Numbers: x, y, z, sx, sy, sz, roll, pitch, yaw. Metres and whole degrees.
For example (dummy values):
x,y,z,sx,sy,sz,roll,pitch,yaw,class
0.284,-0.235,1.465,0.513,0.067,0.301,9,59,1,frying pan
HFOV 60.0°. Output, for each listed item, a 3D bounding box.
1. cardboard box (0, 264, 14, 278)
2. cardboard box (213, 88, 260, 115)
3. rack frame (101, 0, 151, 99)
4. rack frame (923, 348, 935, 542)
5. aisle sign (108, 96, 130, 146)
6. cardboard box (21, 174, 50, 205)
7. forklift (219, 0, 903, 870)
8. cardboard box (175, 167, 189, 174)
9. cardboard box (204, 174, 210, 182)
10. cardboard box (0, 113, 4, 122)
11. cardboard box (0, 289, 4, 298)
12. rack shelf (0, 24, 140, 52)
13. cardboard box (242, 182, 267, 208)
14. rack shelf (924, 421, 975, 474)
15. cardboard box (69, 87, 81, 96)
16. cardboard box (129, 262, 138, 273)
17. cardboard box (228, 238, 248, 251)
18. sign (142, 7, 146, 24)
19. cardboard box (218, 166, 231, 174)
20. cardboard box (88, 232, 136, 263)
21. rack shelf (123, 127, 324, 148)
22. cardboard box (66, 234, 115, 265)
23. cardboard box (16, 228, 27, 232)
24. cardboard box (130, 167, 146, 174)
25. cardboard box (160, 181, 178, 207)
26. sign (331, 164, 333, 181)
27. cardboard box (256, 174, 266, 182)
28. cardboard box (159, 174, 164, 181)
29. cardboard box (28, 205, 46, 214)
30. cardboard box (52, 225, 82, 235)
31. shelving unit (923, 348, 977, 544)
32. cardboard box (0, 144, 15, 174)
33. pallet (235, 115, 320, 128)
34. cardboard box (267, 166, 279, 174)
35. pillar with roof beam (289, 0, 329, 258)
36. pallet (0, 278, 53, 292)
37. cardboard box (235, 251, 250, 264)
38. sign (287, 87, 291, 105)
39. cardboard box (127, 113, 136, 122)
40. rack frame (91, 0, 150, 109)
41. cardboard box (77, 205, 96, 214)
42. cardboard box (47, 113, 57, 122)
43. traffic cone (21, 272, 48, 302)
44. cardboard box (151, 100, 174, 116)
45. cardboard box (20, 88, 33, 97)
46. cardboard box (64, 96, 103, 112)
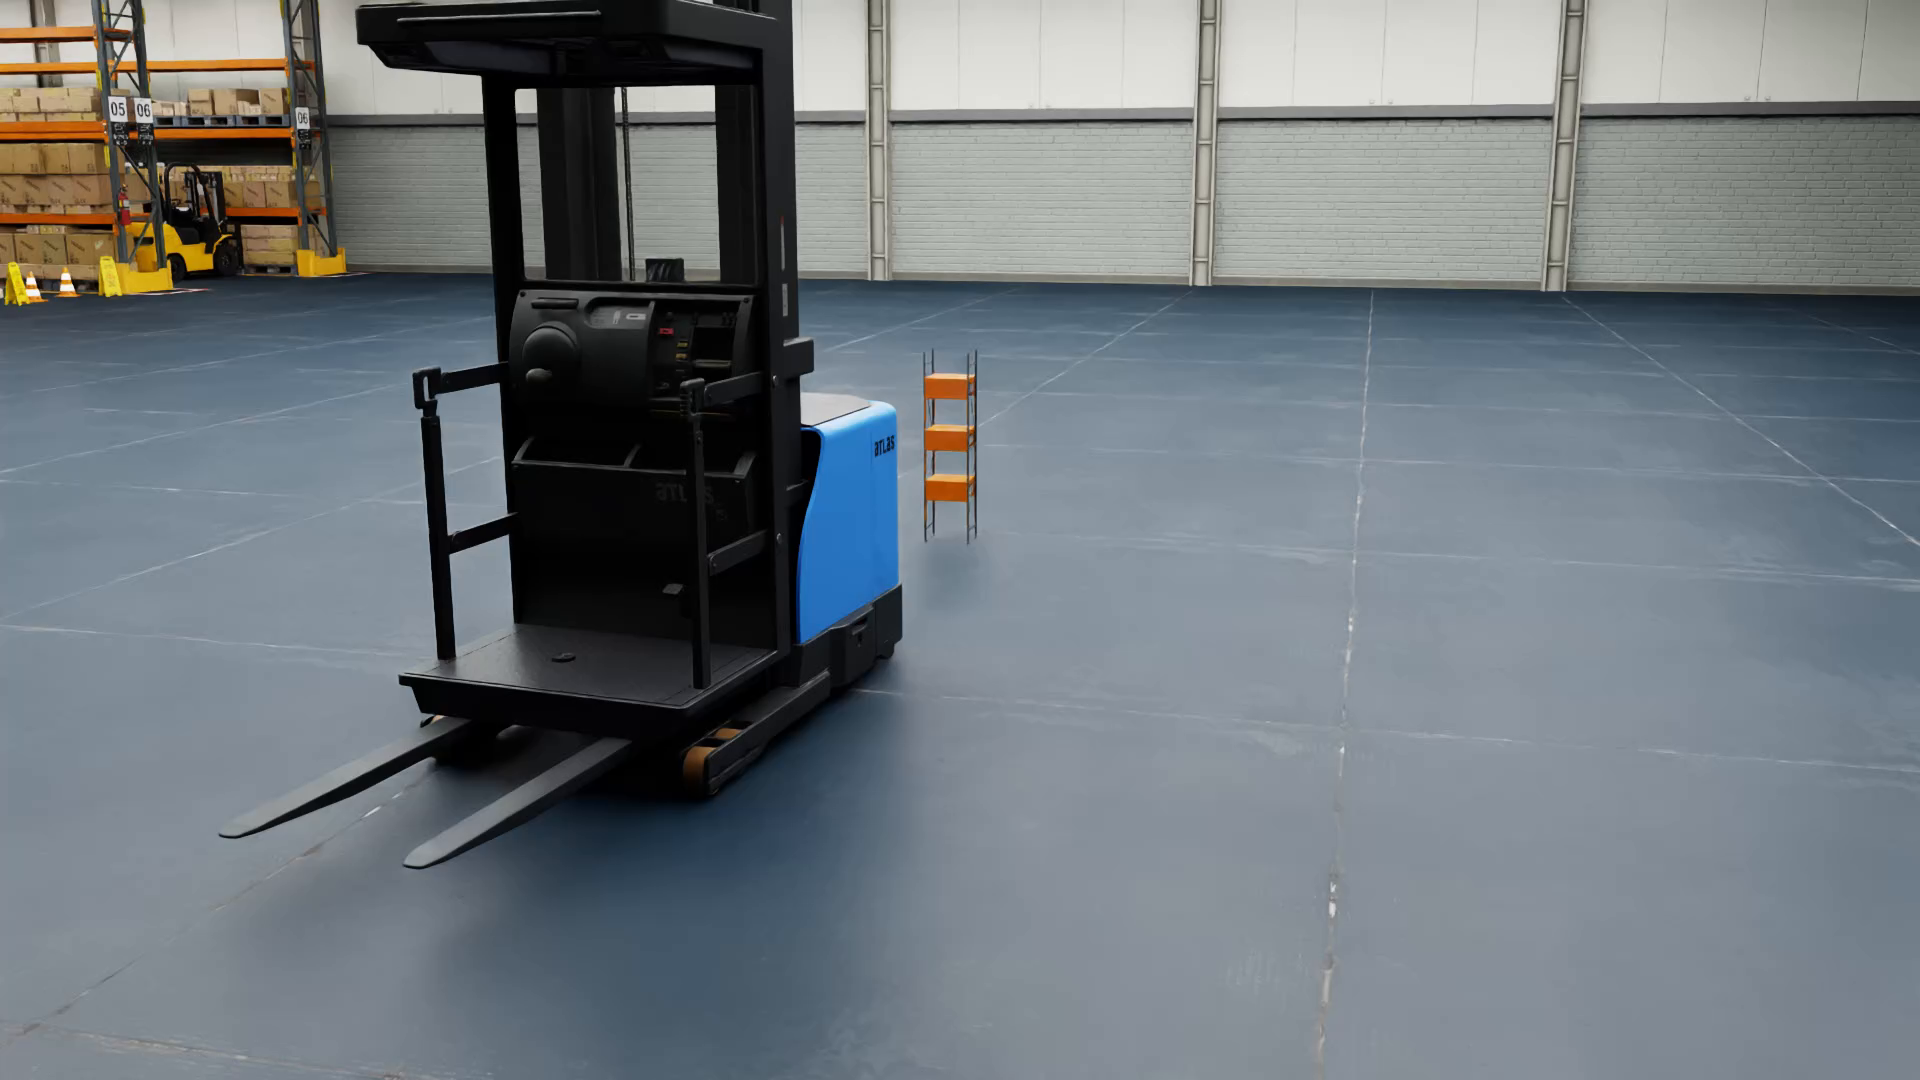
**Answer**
x,y,z,sx,sy,sz,roll,pitch,yaw,class
-16.215,-4.638,28.590,0.500,0.250,0.500,3,13,13,cardboard box
-14.149,-8.564,32.552,0.500,0.500,0.700,3,13,14,cardboard box
-16.574,-9.887,33.023,0.127,3.000,1.000,3,13,14,rack frame
-0.170,-0.522,9.161,0.008,1.050,0.200,3,13,14,rack frame
-13.885,-6.912,27.461,0.004,0.787,0.394,3,13,14,aisle sign
-15.439,-5.925,28.097,0.500,0.500,0.500,3,13,13,cardboard box
-1.216,-0.690,5.577,1.130,2.935,3.031,4,13,19,forklift
-15.326,-7.342,32.985,0.250,0.149,0.380,3,13,13,cardboard box
-14.831,-7.168,32.888,0.250,0.149,0.380,3,13,12,cardboard box
-16.016,-7.108,28.002,0.250,0.149,0.380,3,13,14,cardboard box
-15.632,-3.959,26.733,0.250,0.149,0.380,12,17,43,cardboard box
-15.818,-8.387,27.928,4.000,0.370,1.077,3,13,14,rack shelf
-13.733,-6.799,32.723,0.500,0.500,0.500,3,13,15,cardboard box
-0.052,-0.505,9.135,0.240,0.259,0.215,3,13,14,rack shelf
-14.516,-7.415,27.544,0.250,0.149,0.380,3,13,15,cardboard box
-14.593,-4.670,28.735,0.500,0.250,0.500,3,13,13,cardboard box
-14.228,-5.868,32.982,0.500,0.250,0.500,3,13,12,cardboard box
-16.417,-10.536,33.425,0.005,0.325,0.100,3,13,14,sign
-14.352,-7.281,32.712,0.250,0.149,0.380,3,13,15,cardboard box
-14.616,-5.037,28.659,0.500,0.500,0.500,3,13,12,cardboard box
-14.632,-7.968,32.958,4.000,0.370,1.077,3,13,14,rack shelf
-14.716,-4.923,28.143,0.500,0.500,0.500,3,13,14,cardboard box
-19.219,-6.144,34.516,0.625,0.625,0.875,3,13,15,cardboard box
-16.335,-7.390,33.204,0.250,0.149,0.380,3,13,15,cardboard box
-15.696,-6.906,33.205,0.500,0.500,0.500,3,13,15,cardboard box
-12.552,-7.329,33.160,0.005,0.325,0.100,3,13,14,sign
-13.587,-7.109,32.622,0.250,0.149,0.380,3,13,15,cardboard box
-15.816,-7.232,33.175,0.250,0.149,0.380,3,13,13,cardboard box
-15.549,-5.611,28.177,0.250,0.149,0.380,3,13,13,cardboard box
-15.089,-5.244,28.095,0.250,0.149,0.380,3,13,15,cardboard box
-0.052,-0.515,9.133,0.252,1.050,0.215,3,13,14,shelving unit
-15.885,-6.458,28.189,0.500,0.500,0.700,3,13,13,cardboard box
-13.371,-8.215,32.612,1.213,0.211,1.003,3,13,14,pallet
-13.336,-7.242,32.537,0.250,0.149,0.380,3,13,14,cardboard box
-14.182,-9.000,29.025,0.400,9.000,9.100,3,13,14,pillar with roof beam
-15.911,-4.463,28.863,1.213,0.211,1.003,3,13,14,pallet
-14.186,-5.627,33.051,0.500,0.250,0.500,3,13,14,cardboard box
-12.834,-8.496,31.814,0.005,0.325,0.100,3,13,14,sign
-14.120,-7.134,28.120,0.250,0.149,0.380,3,13,14,cardboard box
-13.876,-8.636,27.382,0.127,3.000,1.000,3,13,14,rack frame
-14.563,-5.549,27.898,0.250,0.149,0.380,3,13,13,cardboard box
-15.019,-7.063,27.797,0.250,0.149,0.380,3,13,14,cardboard box
-14.538,-3.969,26.053,0.334,0.463,0.336,3,13,14,traffic cone
-15.825,-8.539,32.876,0.500,0.311,0.500,3,13,15,cardboard box
-15.486,-7.482,27.845,0.250,0.149,0.380,3,13,12,cardboard box
-14.437,-7.213,27.555,0.500,0.250,0.500,3,13,13,cardboard box
